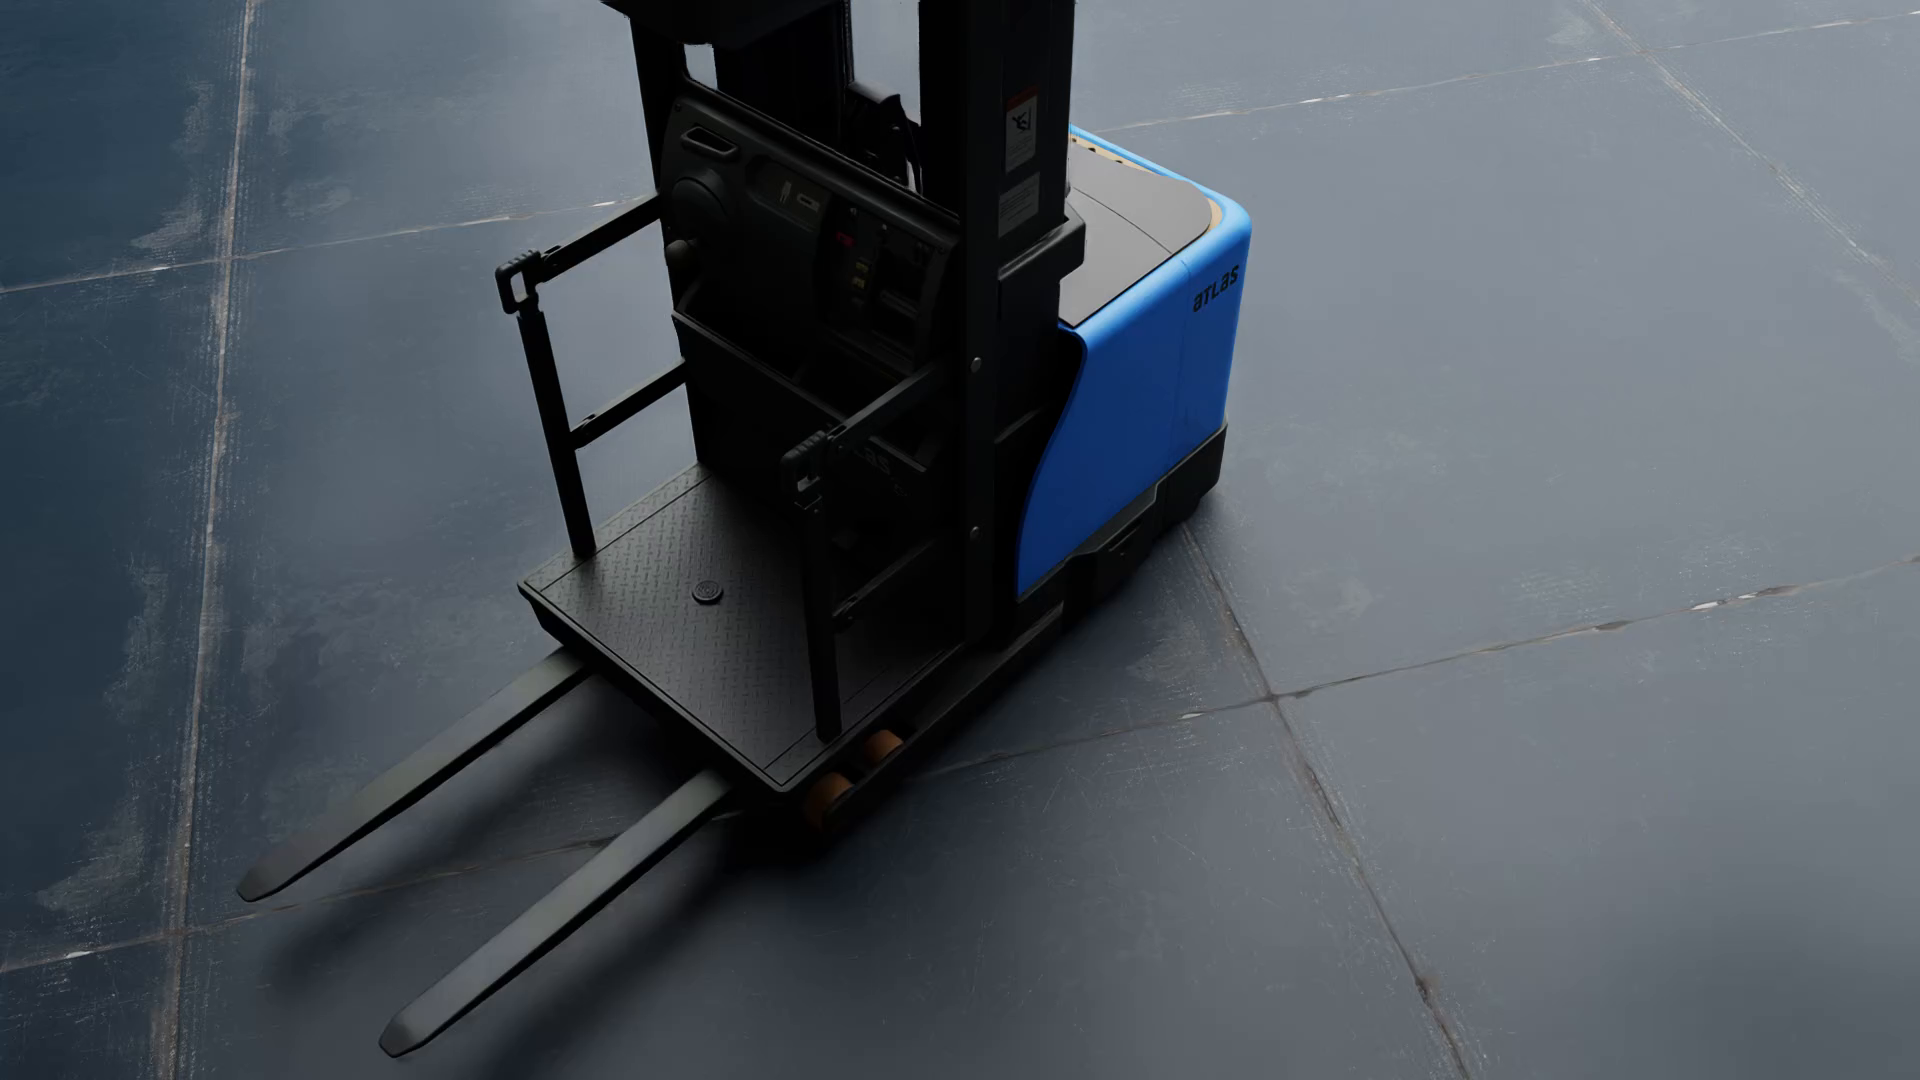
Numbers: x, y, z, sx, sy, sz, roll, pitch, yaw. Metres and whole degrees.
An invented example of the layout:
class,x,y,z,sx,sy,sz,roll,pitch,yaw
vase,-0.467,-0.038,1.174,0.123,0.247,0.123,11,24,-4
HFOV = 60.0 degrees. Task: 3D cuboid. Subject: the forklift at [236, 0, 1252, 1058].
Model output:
class,x,y,z,sx,sy,sz,roll,pitch,yaw
forklift,-0.523,-0.652,3.837,1.130,2.935,3.031,33,54,28
